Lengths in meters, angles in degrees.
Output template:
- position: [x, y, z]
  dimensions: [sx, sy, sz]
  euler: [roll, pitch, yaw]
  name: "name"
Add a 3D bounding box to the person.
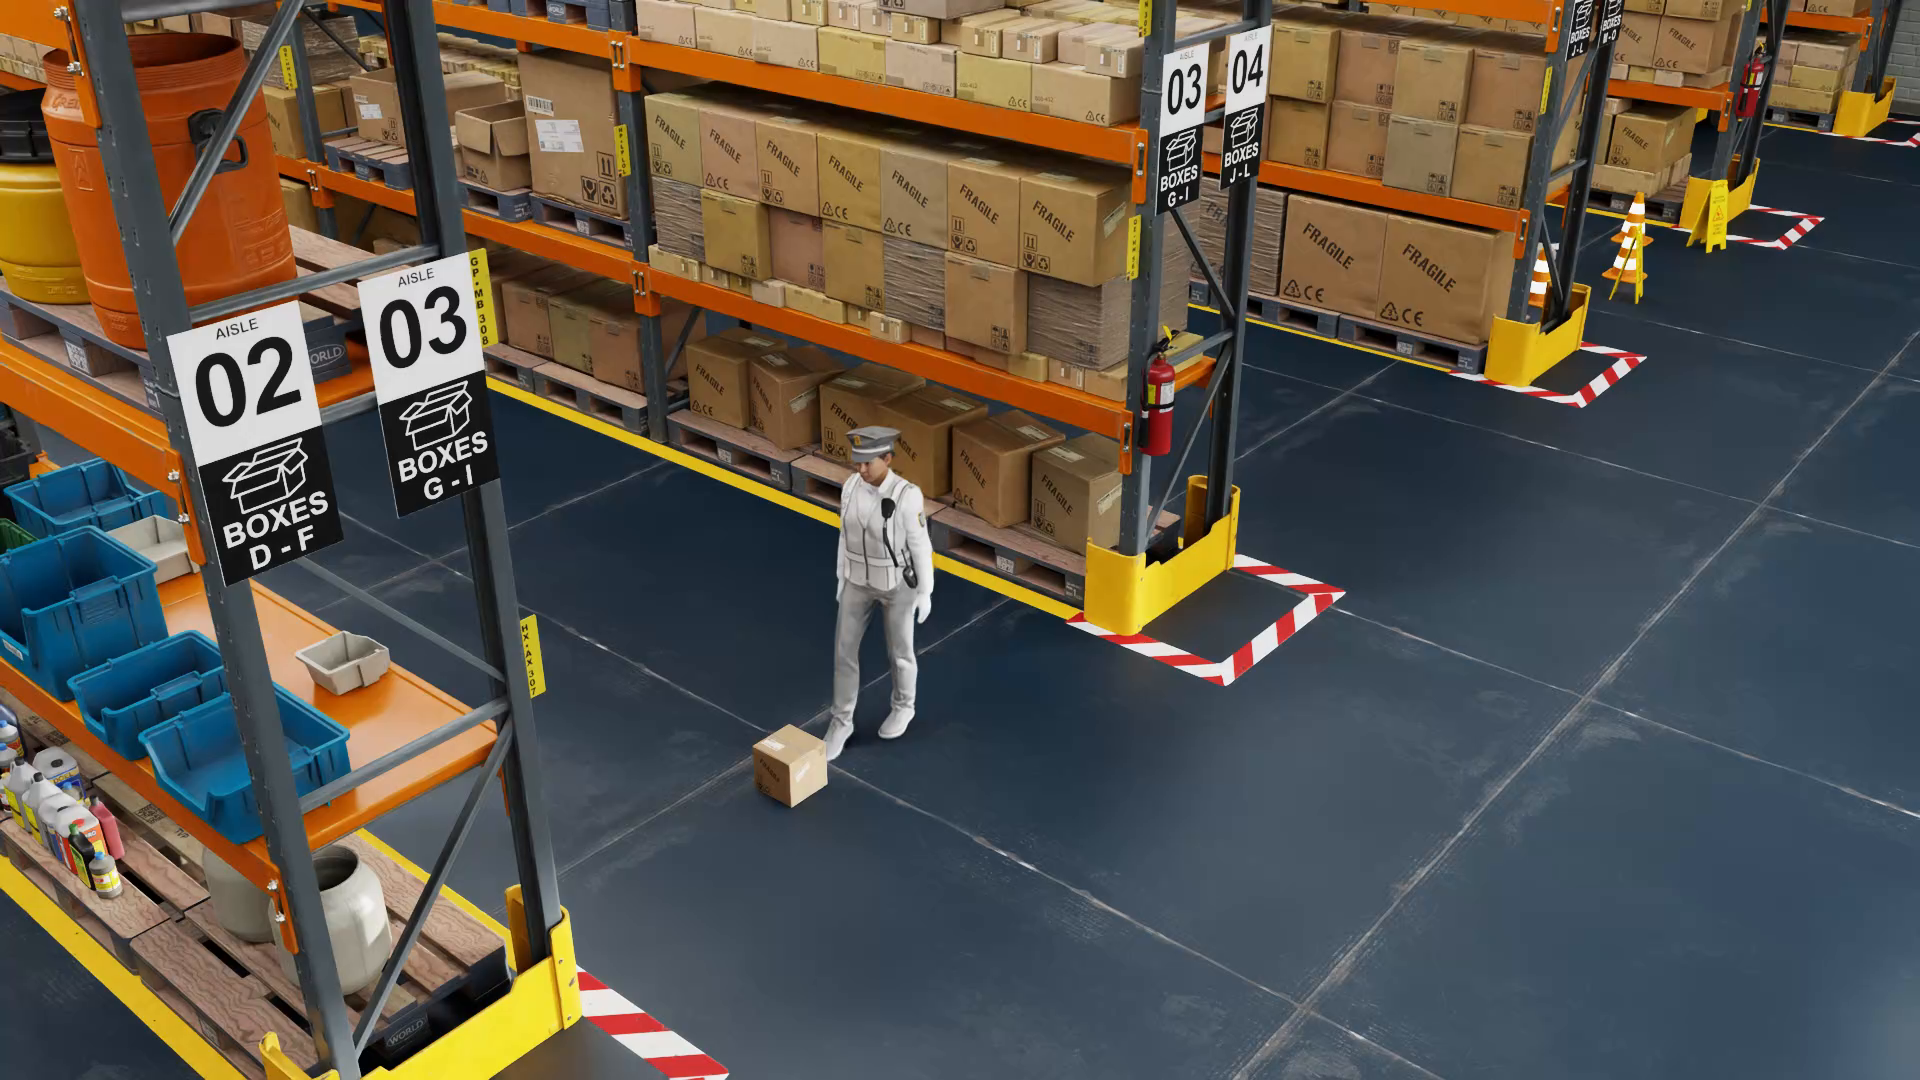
- position: [-0.425, 0.281, 8.072]
  dimensions: [0.513, 1.692, 0.564]
  euler: [13, 30, 23]
  name: "person"
